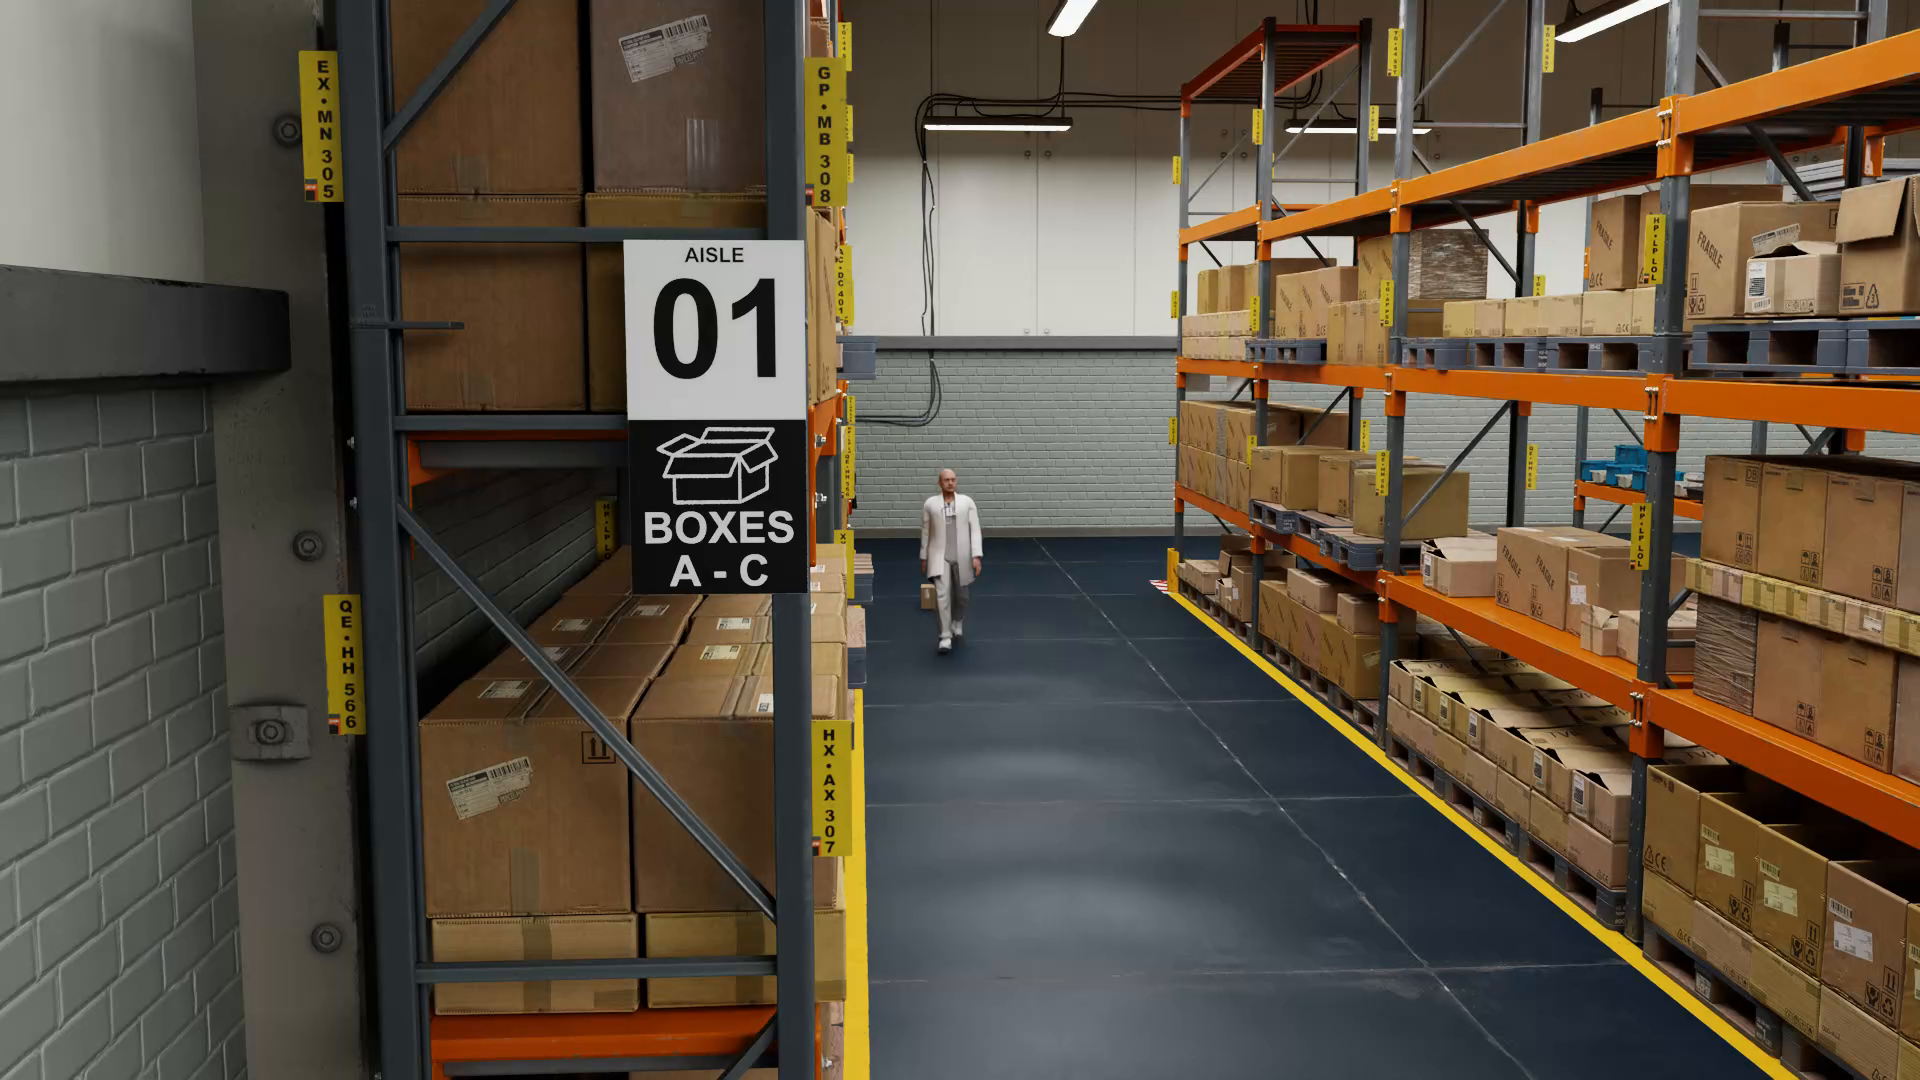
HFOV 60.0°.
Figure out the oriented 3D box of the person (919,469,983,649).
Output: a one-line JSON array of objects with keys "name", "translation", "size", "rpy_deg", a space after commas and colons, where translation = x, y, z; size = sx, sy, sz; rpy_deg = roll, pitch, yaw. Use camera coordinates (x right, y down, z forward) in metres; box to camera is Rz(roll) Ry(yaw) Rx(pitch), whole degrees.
[{"name": "person", "translation": [-0.085, 0.172, 16.334], "size": [0.609, 1.732, 0.999], "rpy_deg": [-1, 7, -6]}]
